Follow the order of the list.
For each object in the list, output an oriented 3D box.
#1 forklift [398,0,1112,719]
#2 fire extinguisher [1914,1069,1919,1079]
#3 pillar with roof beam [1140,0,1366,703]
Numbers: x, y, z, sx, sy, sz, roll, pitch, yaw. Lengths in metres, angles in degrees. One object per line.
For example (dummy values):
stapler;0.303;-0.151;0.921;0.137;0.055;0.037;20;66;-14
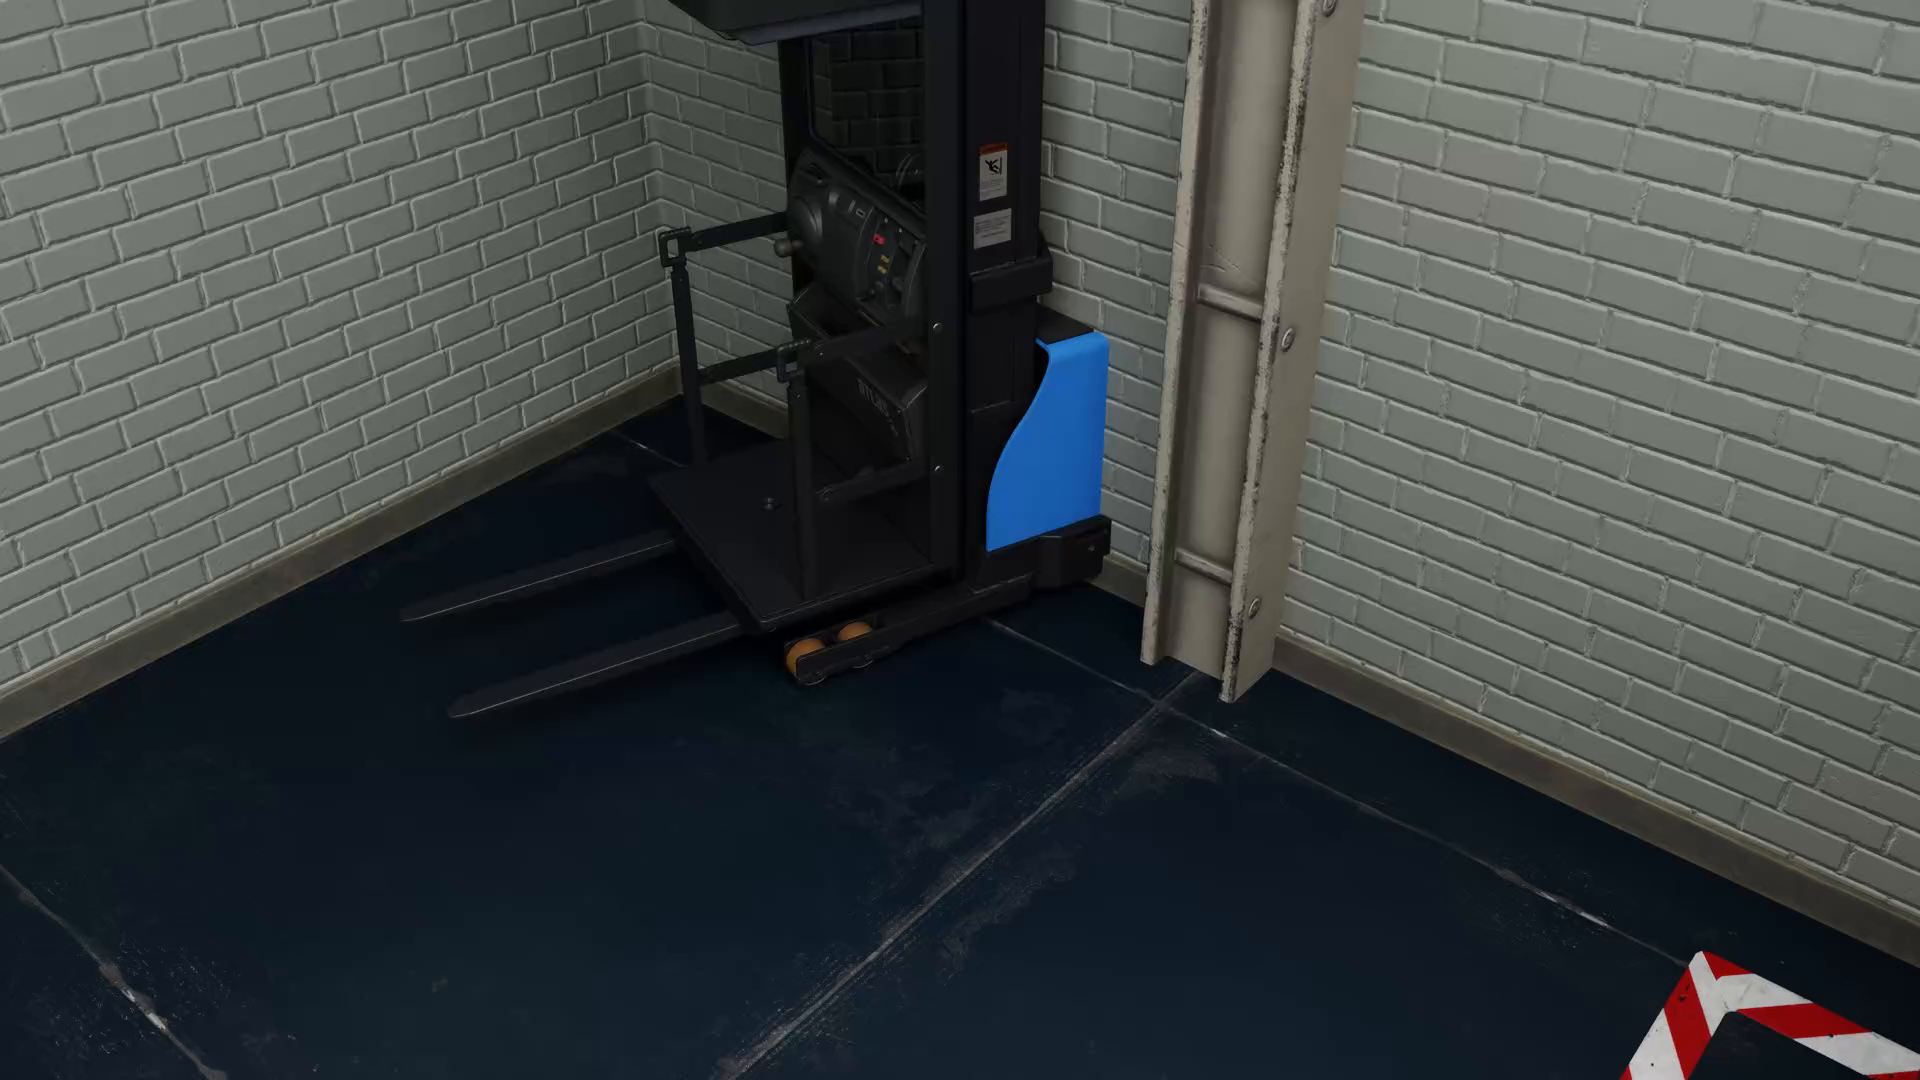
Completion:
forklift;-0.545;-1.029;5.660;3.031;2.935;1.130;-18;38;-24
fire extinguisher;1.995;0.909;3.174;0.183;0.674;0.296;25;42;32
pillar with roof beam;-1.846;-1.393;0.829;0.400;9.000;9.100;25;42;32
